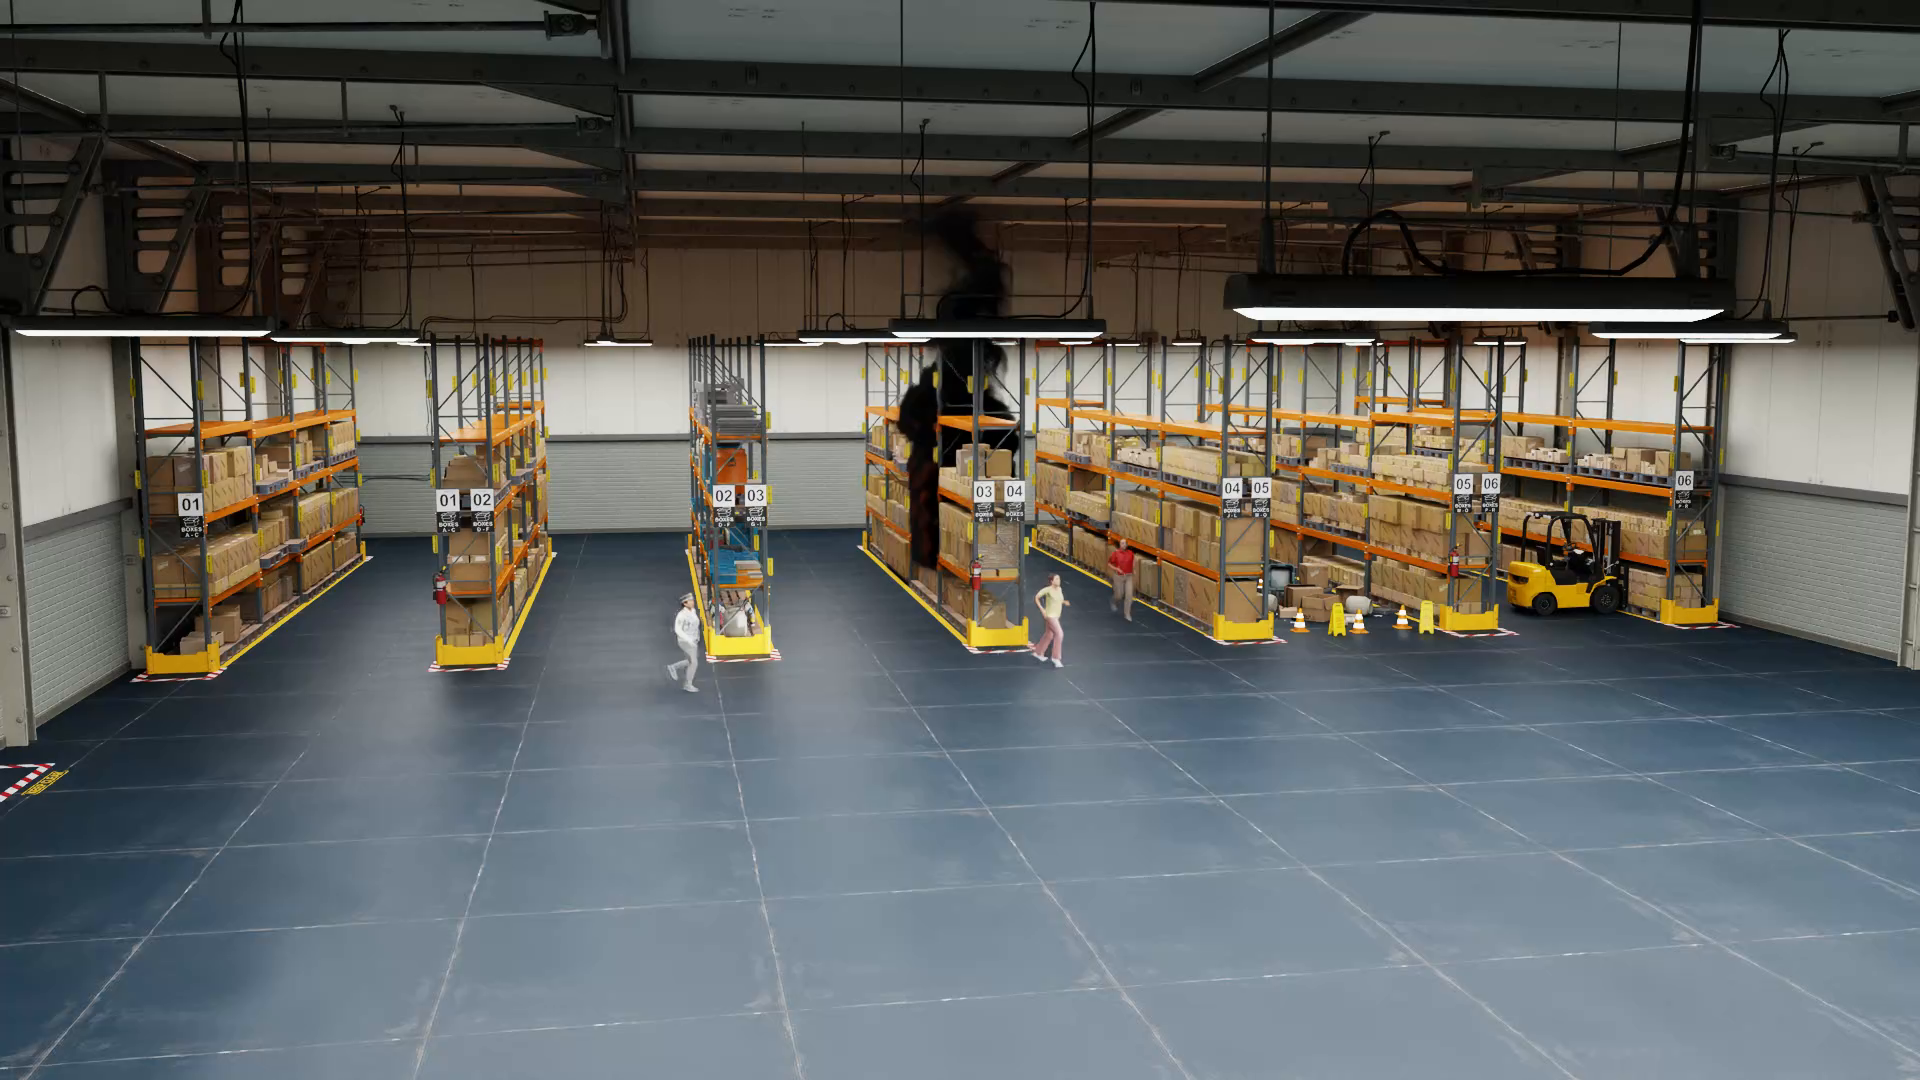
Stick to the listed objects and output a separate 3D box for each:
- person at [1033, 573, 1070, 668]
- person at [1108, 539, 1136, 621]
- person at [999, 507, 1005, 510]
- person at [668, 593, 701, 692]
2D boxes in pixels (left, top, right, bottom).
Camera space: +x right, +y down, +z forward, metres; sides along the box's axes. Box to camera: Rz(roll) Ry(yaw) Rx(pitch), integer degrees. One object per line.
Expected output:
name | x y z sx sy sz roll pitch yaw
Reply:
person | 1.647 1.436 30.235 0.748 1.719 0.569 4 8 34
person | 3.467 0.822 35.372 0.663 1.714 0.923 -2 7 -15
person | 1.287 -0.530 46.457 0.653 1.622 0.759 -1 7 -7
person | -4.658 1.705 28.003 0.621 1.681 0.625 2 7 19
